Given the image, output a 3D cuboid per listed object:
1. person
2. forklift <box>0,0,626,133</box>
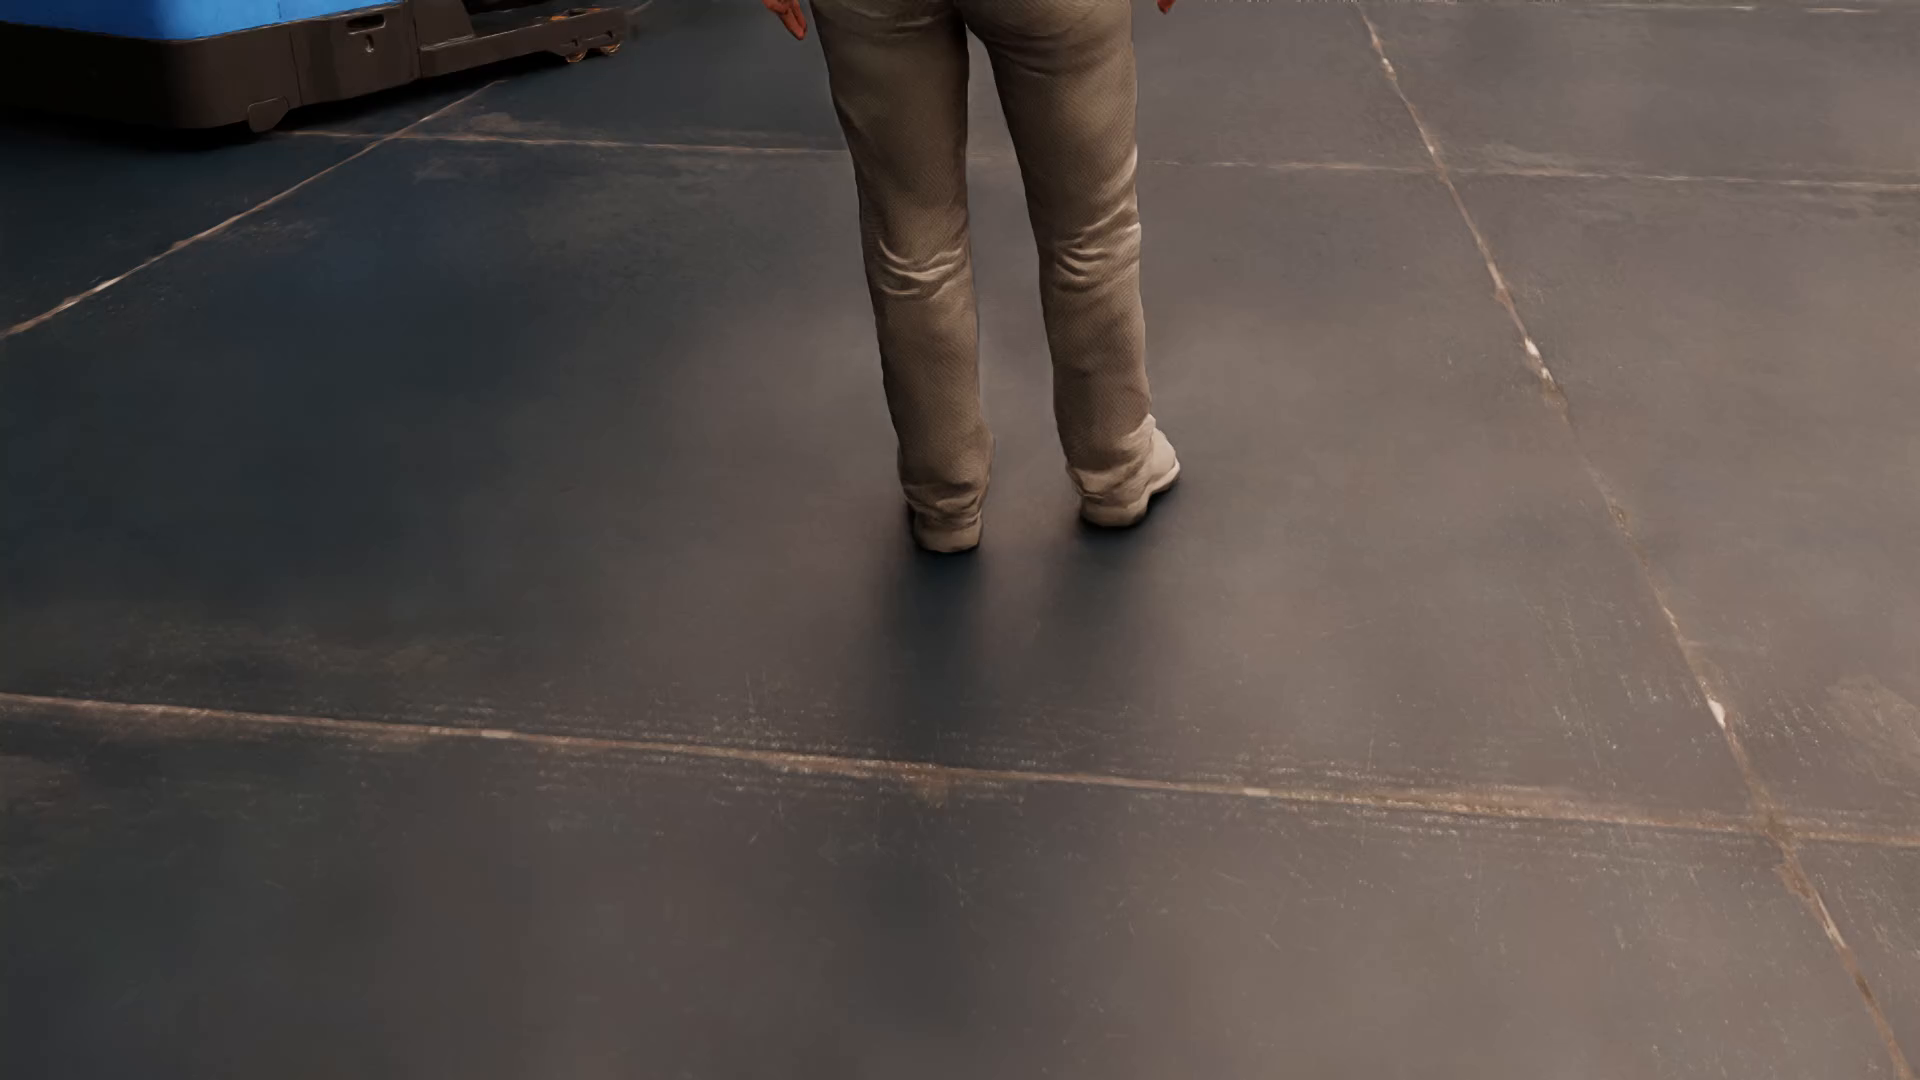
[{"bbox_3d":[0.017,-0.827,2.155,0.631,1.773,0.567,3,27,7],"label":"person"},{"bbox_3d":[-1.875,-3.080,5.390,1.130,2.935,3.031,13,29,24],"label":"forklift"}]
